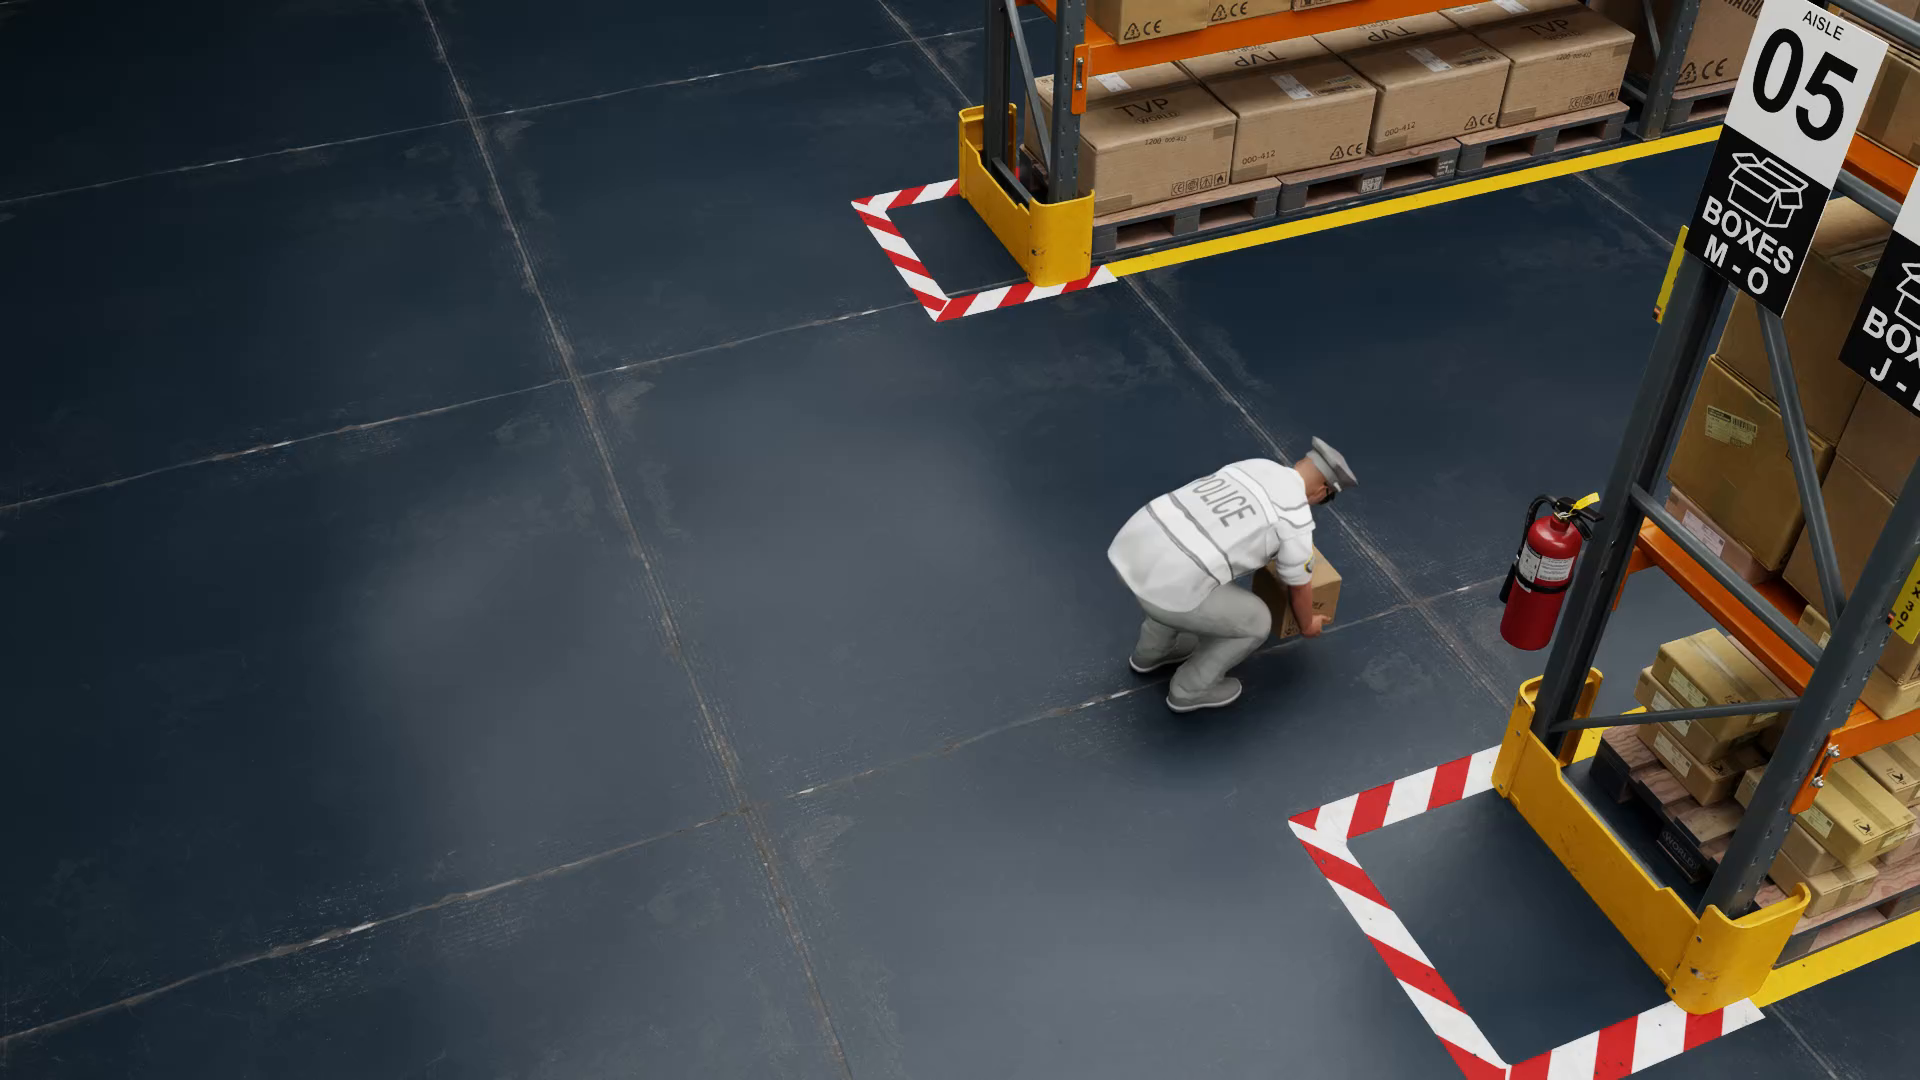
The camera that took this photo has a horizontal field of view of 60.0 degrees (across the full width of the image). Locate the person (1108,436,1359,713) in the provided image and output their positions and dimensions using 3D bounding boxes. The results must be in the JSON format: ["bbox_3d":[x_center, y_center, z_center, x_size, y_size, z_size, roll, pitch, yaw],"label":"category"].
[{"bbox_3d":[1.065,0.140,6.540,1.027,1.035,0.535,-17,44,-18],"label":"person"}]
